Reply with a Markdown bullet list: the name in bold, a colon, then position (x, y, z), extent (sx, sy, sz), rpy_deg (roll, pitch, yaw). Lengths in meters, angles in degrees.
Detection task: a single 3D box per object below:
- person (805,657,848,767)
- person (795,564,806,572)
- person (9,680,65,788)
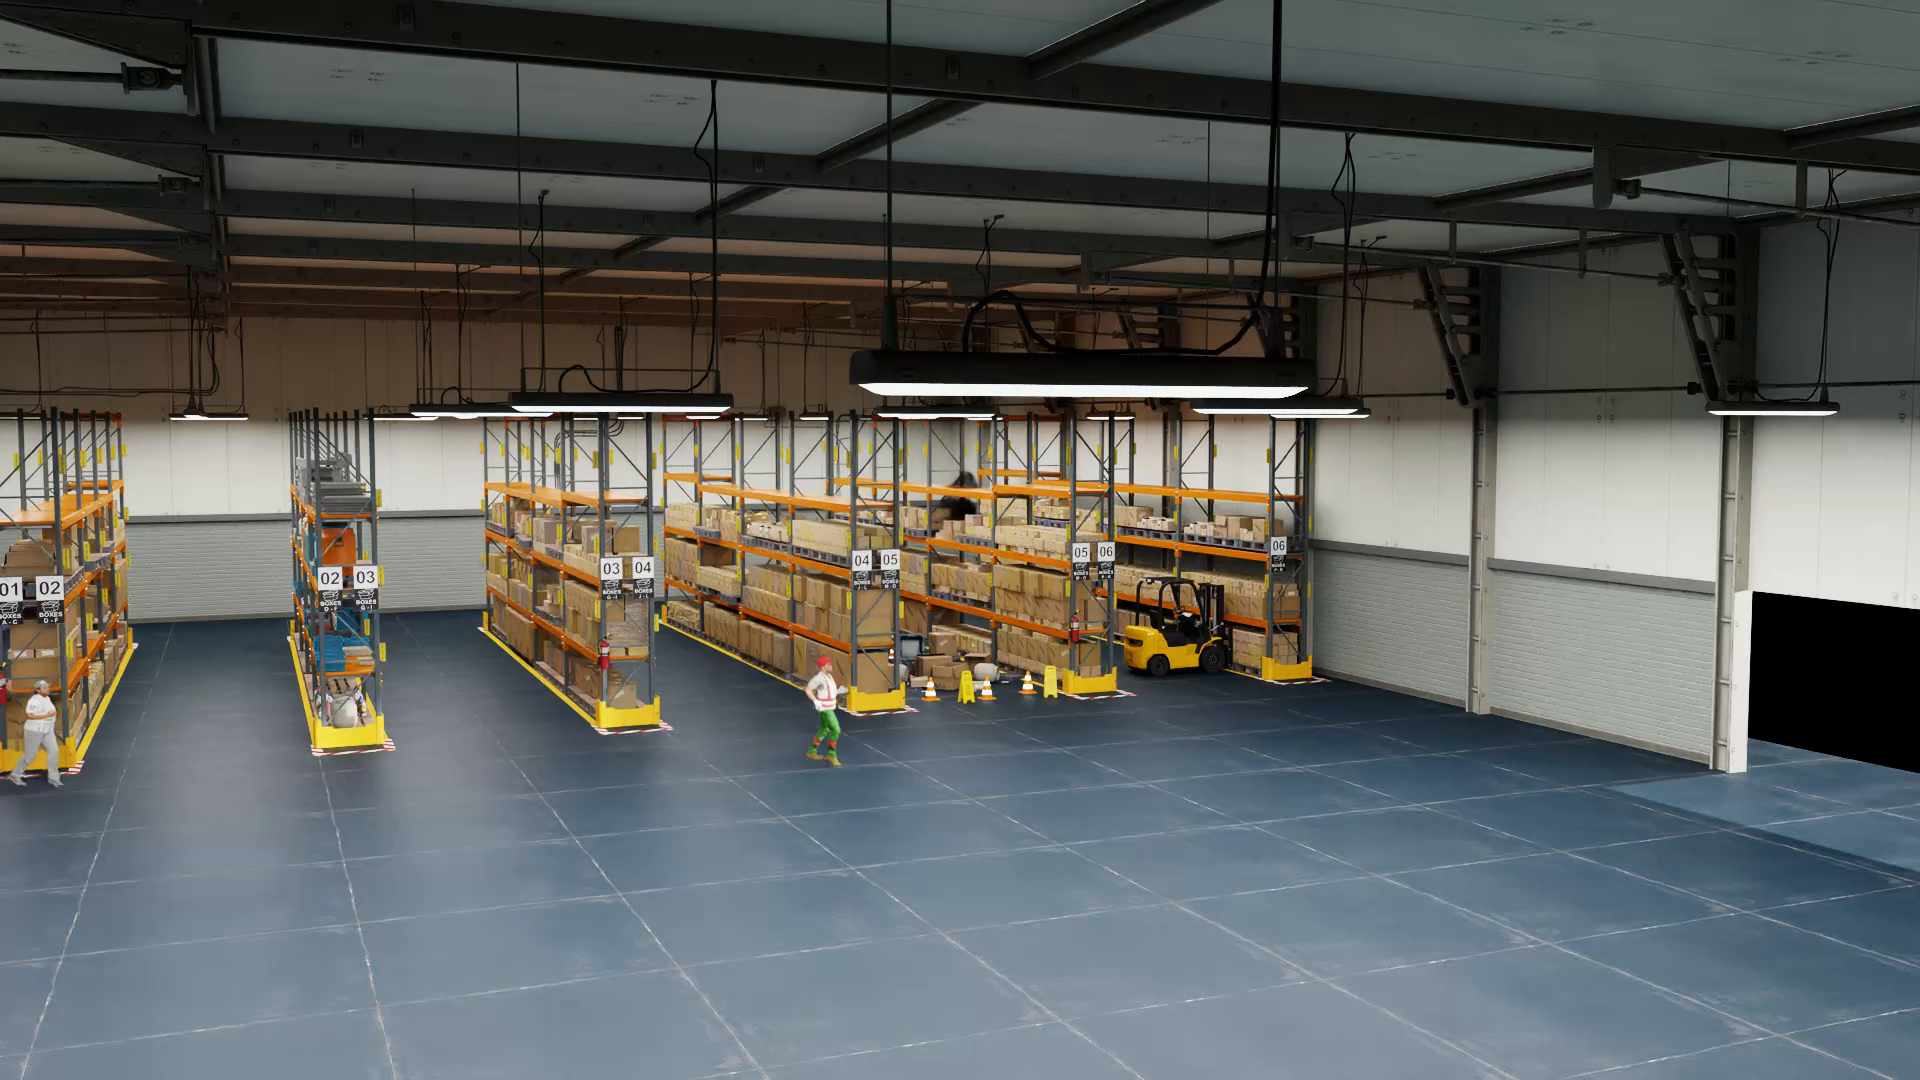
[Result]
- **person**: position (-2.248, 2.879, 27.897), extent (0.733, 1.844, 0.633), rpy_deg (1, 4, 12)
- **person**: position (-4.798, 1.380, 50.949), extent (0.817, 1.588, 0.533), rpy_deg (-1, 4, -13)
- **person**: position (-14.504, 3.061, 26.176), extent (0.830, 1.718, 0.606), rpy_deg (0, 4, 5)
